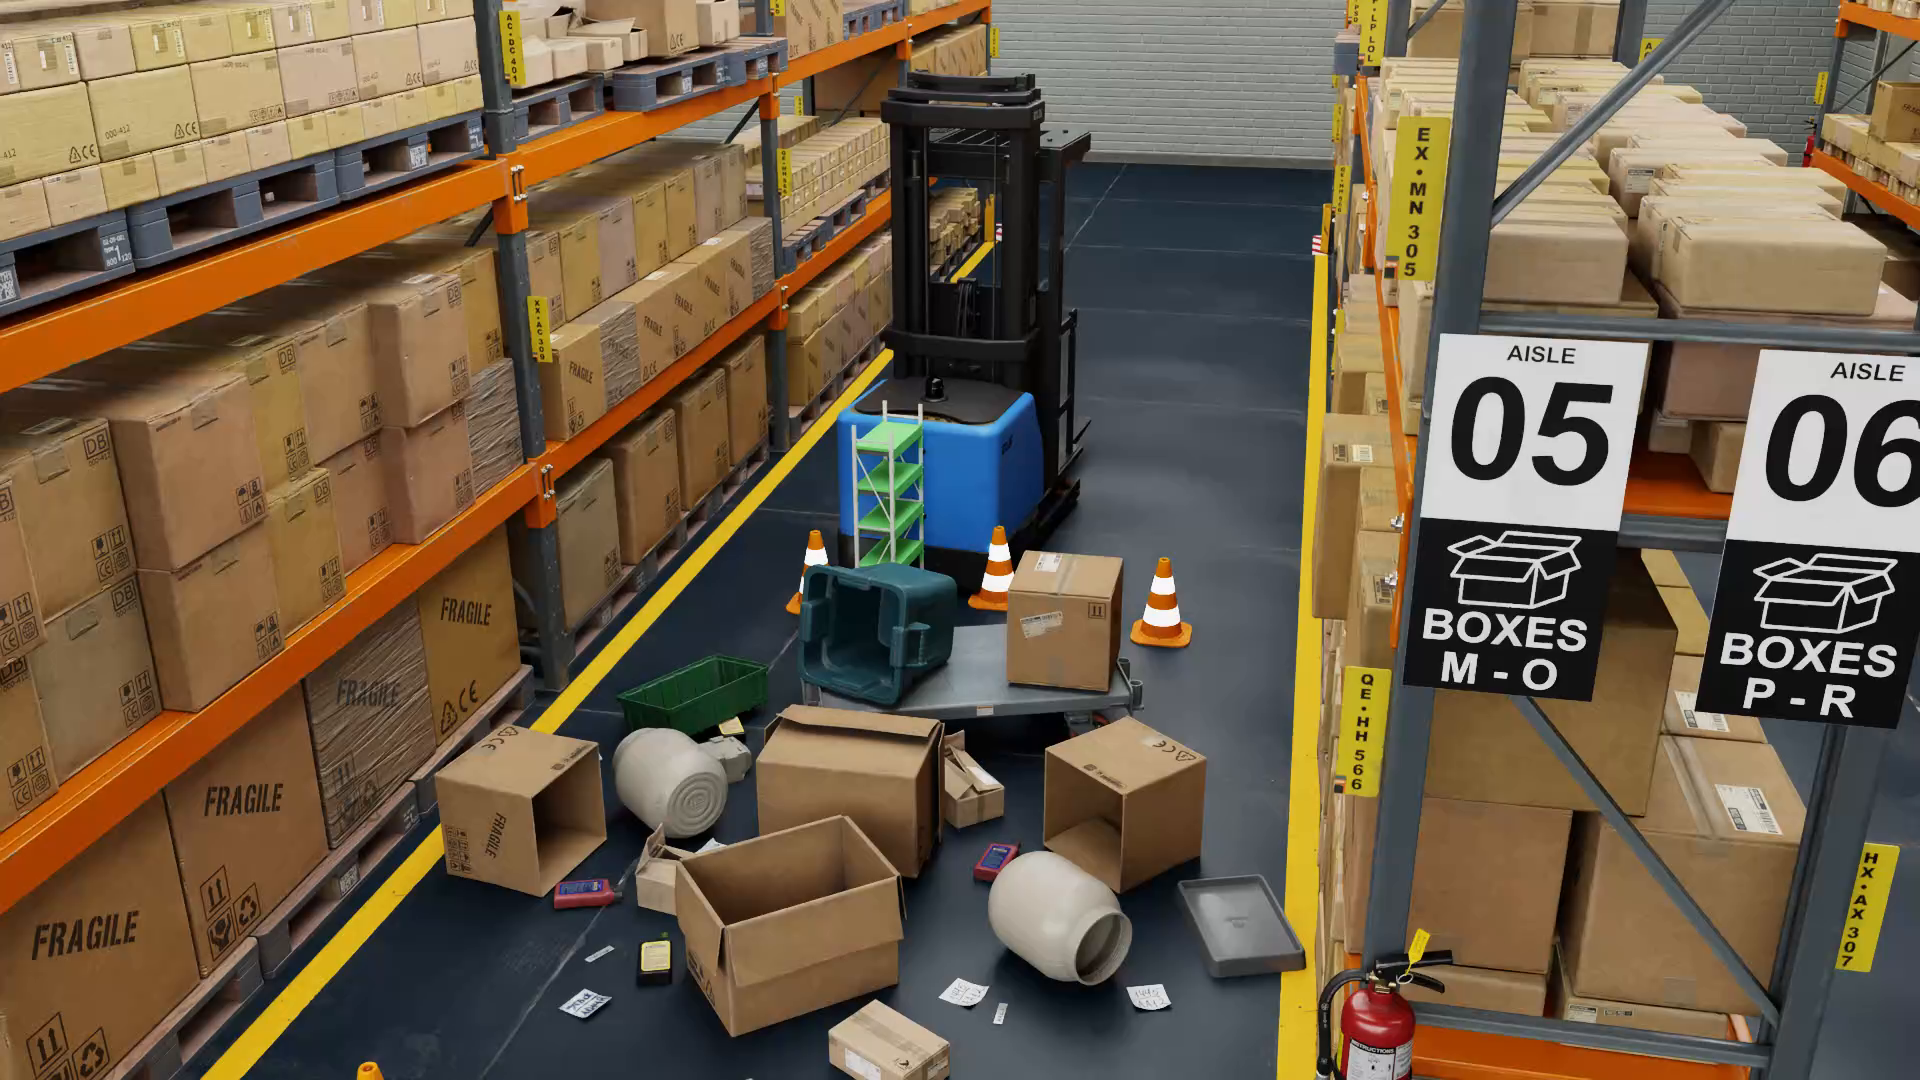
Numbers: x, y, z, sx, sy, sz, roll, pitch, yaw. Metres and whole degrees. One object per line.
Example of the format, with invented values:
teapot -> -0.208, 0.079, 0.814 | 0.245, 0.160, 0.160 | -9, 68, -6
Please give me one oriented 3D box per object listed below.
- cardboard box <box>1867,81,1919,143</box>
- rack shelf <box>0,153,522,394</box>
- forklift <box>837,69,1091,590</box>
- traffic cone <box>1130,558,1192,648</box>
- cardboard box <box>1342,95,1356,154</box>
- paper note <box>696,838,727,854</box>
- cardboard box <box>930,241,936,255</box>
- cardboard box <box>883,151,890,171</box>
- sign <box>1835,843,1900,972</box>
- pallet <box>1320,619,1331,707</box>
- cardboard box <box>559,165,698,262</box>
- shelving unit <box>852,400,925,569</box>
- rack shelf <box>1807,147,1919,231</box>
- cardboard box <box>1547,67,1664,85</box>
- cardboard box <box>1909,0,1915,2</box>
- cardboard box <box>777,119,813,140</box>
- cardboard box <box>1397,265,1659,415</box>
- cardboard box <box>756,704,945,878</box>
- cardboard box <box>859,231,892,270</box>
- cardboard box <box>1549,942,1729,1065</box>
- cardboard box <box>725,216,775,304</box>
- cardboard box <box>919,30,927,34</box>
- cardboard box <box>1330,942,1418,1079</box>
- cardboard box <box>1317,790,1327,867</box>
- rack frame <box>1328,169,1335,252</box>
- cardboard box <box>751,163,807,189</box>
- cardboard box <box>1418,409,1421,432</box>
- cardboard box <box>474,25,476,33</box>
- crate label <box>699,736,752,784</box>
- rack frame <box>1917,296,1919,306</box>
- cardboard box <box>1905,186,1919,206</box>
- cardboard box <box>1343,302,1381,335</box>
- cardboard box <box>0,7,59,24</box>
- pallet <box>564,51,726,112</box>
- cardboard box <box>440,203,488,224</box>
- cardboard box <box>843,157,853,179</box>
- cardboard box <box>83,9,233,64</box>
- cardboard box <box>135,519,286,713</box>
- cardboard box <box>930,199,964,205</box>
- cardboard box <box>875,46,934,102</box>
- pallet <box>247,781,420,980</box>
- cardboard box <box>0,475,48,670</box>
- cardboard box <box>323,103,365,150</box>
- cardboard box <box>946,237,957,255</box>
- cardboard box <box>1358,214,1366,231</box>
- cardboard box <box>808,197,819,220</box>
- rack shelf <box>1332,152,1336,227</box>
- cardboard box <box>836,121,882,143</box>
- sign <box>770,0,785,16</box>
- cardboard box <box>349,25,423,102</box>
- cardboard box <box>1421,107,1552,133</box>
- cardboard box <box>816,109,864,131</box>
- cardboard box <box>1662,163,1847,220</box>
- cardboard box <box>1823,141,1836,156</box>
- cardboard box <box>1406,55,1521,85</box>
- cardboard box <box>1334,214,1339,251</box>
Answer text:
cardboard box -> 8.916, -4.026, 15.633 | 0.500, 0.500, 0.500 | 5, 22, 12
rack shelf -> -3.005, -0.958, 6.166 | 1.077, 0.370, 4.000 | 4, 22, 11
forklift -> 0.195, -1.581, 10.855 | 1.130, 2.935, 3.031 | 7, 23, 17
traffic cone -> 1.152, 0.325, 9.428 | 0.336, 0.463, 0.334 | 4, 22, 11
cardboard box -> 3.454, -3.401, 13.810 | 0.500, 0.500, 0.500 | 4, 22, 11
paper note -> -1.083, 1.385, 7.384 | 0.172, 0.023, 0.155 | 13, 25, 29
cardboard box -> -0.462, -3.065, 17.304 | 0.380, 0.149, 0.250 | 6, 23, 13
cardboard box -> -0.852, -3.476, 15.243 | 0.380, 0.149, 0.250 | 4, 22, 10
sign -> 1.984, 0.811, 3.666 | 0.100, 0.325, 0.005 | 4, 22, 11
pallet -> 2.427, 0.717, 8.791 | 1.003, 0.211, 1.213 | 4, 22, 11
cardboard box -> -2.087, -2.069, 10.503 | 0.700, 0.500, 0.500 | 4, 22, 10
shelving unit -> -0.408, -0.151, 9.621 | 0.258, 1.200, 0.503 | 7, 23, 17
rack shelf -> 9.170, -3.238, 15.842 | 1.077, 0.370, 4.000 | 4, 22, 11
cardboard box -> 2.440, -1.703, 6.321 | 0.380, 0.149, 0.250 | 4, 22, 10
cardboard box -> 8.937, -5.057, 15.182 | 0.500, 0.250, 0.500 | 4, 22, 10
cardboard box -> -1.546, -3.701, 15.005 | 0.380, 0.149, 0.250 | 5, 22, 12
cardboard box -> 1.294, -0.496, 3.858 | 0.500, 0.250, 0.500 | 4, 22, 10
cardboard box -> -0.484, 1.088, 7.296 | 0.797, 0.637, 0.503 | 4, 22, 11
cardboard box -> -0.869, -2.649, 15.197 | 0.500, 0.250, 0.500 | 4, 22, 9
cardboard box -> 1.725, 1.179, 4.247 | 0.380, 0.149, 0.250 | 5, 22, 11
cardboard box -> -1.610, -1.956, 11.562 | 0.500, 0.500, 0.500 | 4, 22, 11
cardboard box -> -0.597, -5.340, 18.227 | 0.500, 0.500, 0.500 | 5, 22, 12
cardboard box -> 1.361, 1.591, 5.002 | 0.500, 0.500, 0.500 | 5, 22, 11
cardboard box -> 1.787, 1.180, 7.026 | 0.500, 0.250, 0.500 | 6, 23, 14
rack frame -> 4.718, -4.680, 18.460 | 1.000, 3.000, 0.127 | 4, 22, 11
cardboard box -> -1.391, -2.791, 12.747 | 0.380, 0.149, 0.250 | 4, 22, 11
cardboard box -> 1.252, -0.256, 3.794 | 0.380, 0.149, 0.250 | 5, 22, 11
cardboard box -> -2.610, -2.466, 8.450 | 0.500, 0.250, 0.500 | 5, 22, 11
crate label -> -1.165, 1.062, 8.032 | 0.298, 0.136, 0.250 | -11, 25, -26
rack frame -> 8.762, -2.840, 13.891 | 1.000, 3.000, 0.127 | 4, 22, 11
cardboard box -> 8.641, -3.054, 14.757 | 0.380, 0.149, 0.250 | 5, 22, 12
cardboard box -> 1.842, -0.610, 6.484 | 0.700, 0.500, 0.500 | 5, 22, 11
cardboard box -> -3.366, -1.762, 5.771 | 0.380, 0.149, 0.250 | 5, 22, 11
pallet -> -2.086, -2.750, 9.904 | 1.003, 0.211, 1.213 | 6, 23, 13
cardboard box -> -5.587, -3.417, 17.606 | 0.875, 0.875, 0.875 | 4, 22, 11
cardboard box -> -1.118, -3.131, 13.989 | 0.380, 0.149, 0.250 | 5, 22, 11
cardboard box -> -2.721, -1.711, 5.645 | 0.380, 0.149, 0.250 | 5, 22, 12
cardboard box -> -3.054, 0.224, 6.081 | 0.875, 0.550, 0.550 | 4, 22, 11
cardboard box -> -0.160, -3.674, 18.420 | 0.380, 0.149, 0.250 | 4, 22, 9
cardboard box -> -0.543, -4.543, 16.249 | 0.500, 0.500, 0.500 | 4, 22, 9
pallet -> -3.076, 1.381, 7.142 | 1.003, 0.211, 1.213 | 4, 22, 11
cardboard box -> -3.300, 0.128, 4.875 | 0.875, 0.550, 0.550 | 4, 22, 11
cardboard box -> -2.566, -1.619, 6.484 | 0.380, 0.149, 0.250 | 5, 22, 12
cardboard box -> -0.247, -3.205, 18.051 | 0.380, 0.149, 0.250 | 5, 22, 12
cardboard box -> 2.566, -1.601, 9.720 | 0.500, 0.500, 0.500 | 5, 22, 12
cardboard box -> -1.329, -2.617, 13.111 | 0.380, 0.149, 0.250 | 5, 23, 13
rack shelf -> 4.310, -3.615, 16.778 | 1.077, 0.370, 4.000 | 4, 22, 11
cardboard box -> -0.910, -3.652, 14.884 | 0.380, 0.149, 0.250 | 4, 22, 9
sign -> -1.239, -3.718, 11.256 | 0.100, 0.325, 0.005 | 4, 22, 11
cardboard box -> -2.550, -1.949, 6.768 | 0.500, 0.250, 0.500 | 4, 22, 11
cardboard box -> 1.649, -1.271, 5.249 | 0.380, 0.149, 0.250 | 5, 22, 12
cardboard box -> -1.143, -3.941, 16.091 | 0.500, 0.500, 0.500 | 4, 22, 11
cardboard box -> 1.997, -0.854, 4.213 | 0.380, 0.149, 0.250 | 4, 22, 11
cardboard box -> 9.242, -4.088, 17.324 | 0.380, 0.149, 0.250 | 4, 22, 11
cardboard box -> 2.247, -2.033, 7.510 | 0.500, 0.250, 0.500 | 4, 22, 10
cardboard box -> 3.218, -2.449, 13.121 | 0.500, 0.250, 0.500 | 4, 22, 10
